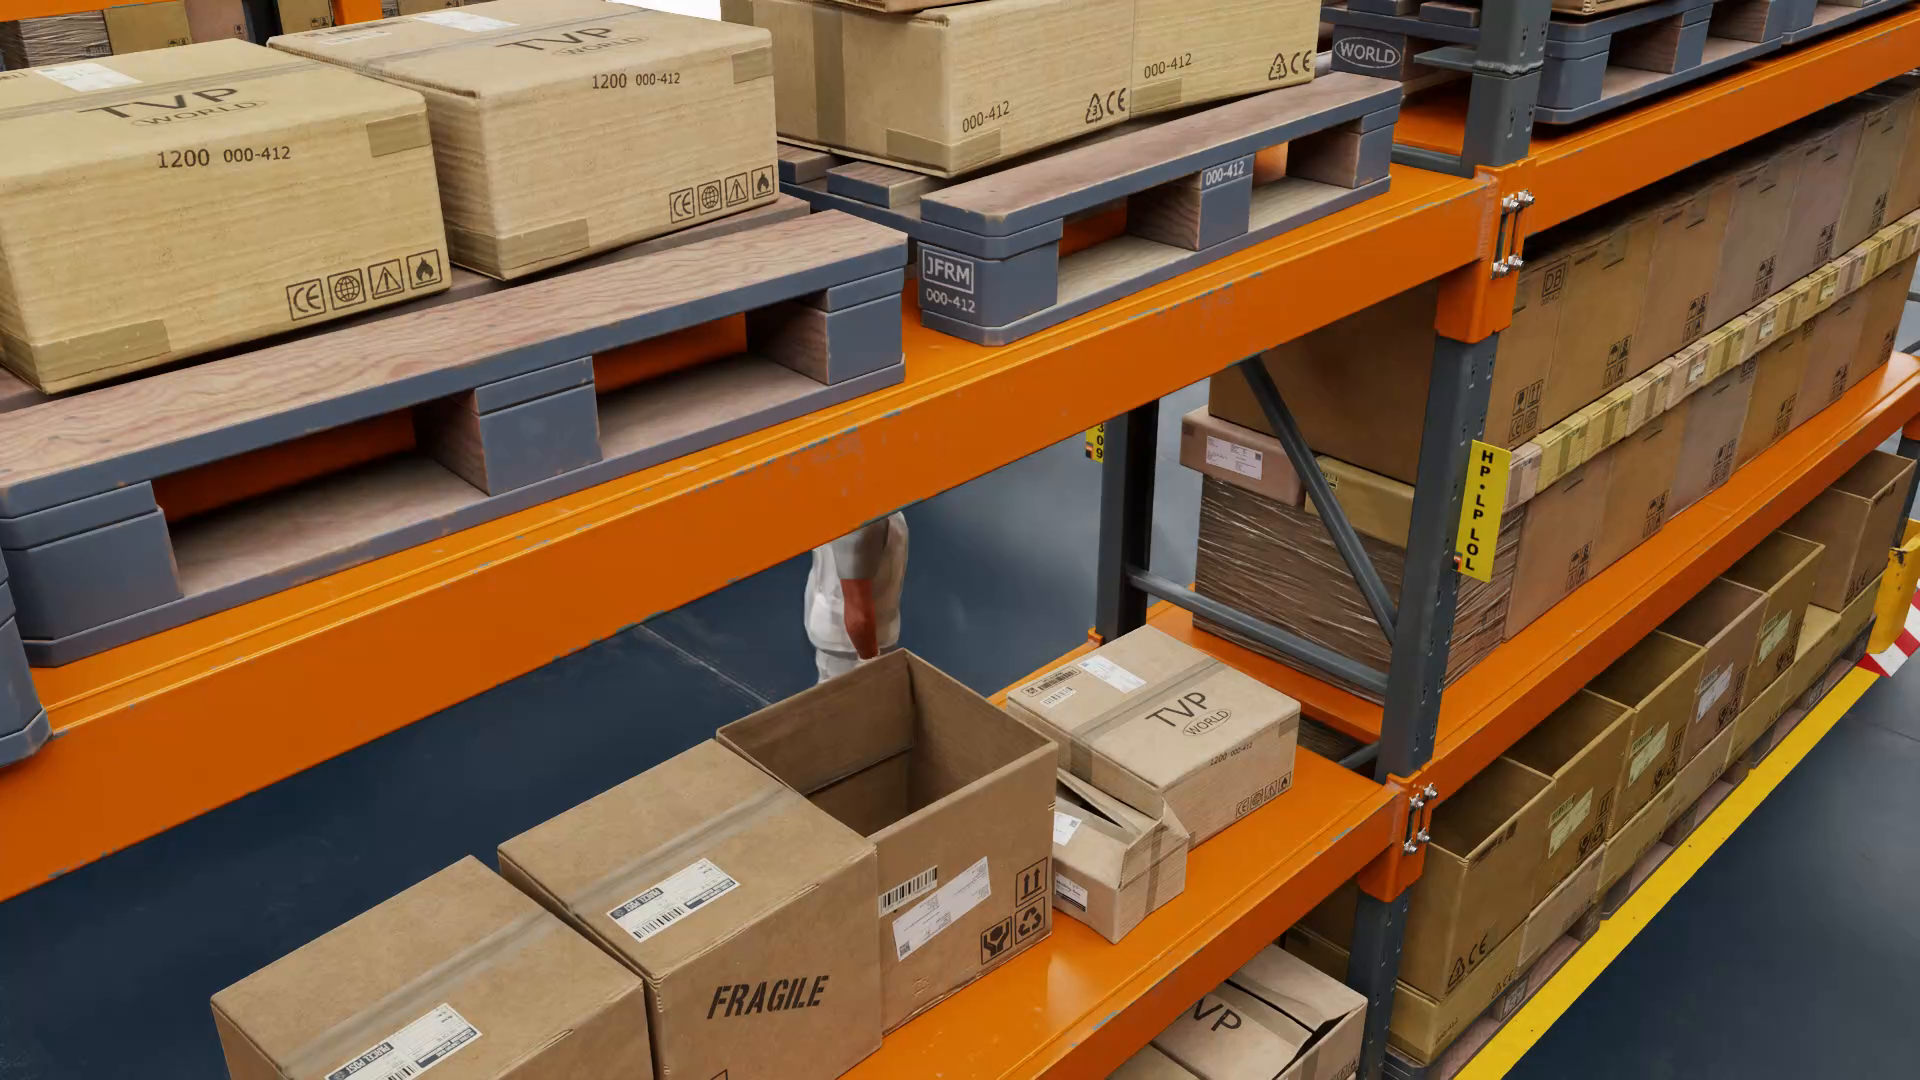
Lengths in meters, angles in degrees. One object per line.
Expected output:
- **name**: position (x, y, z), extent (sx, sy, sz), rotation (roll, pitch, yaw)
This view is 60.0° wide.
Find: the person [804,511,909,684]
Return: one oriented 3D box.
- **person**: position (-0.320, 0.305, 5.480), extent (0.530, 1.792, 0.561), rotation (-3, 28, -6)
